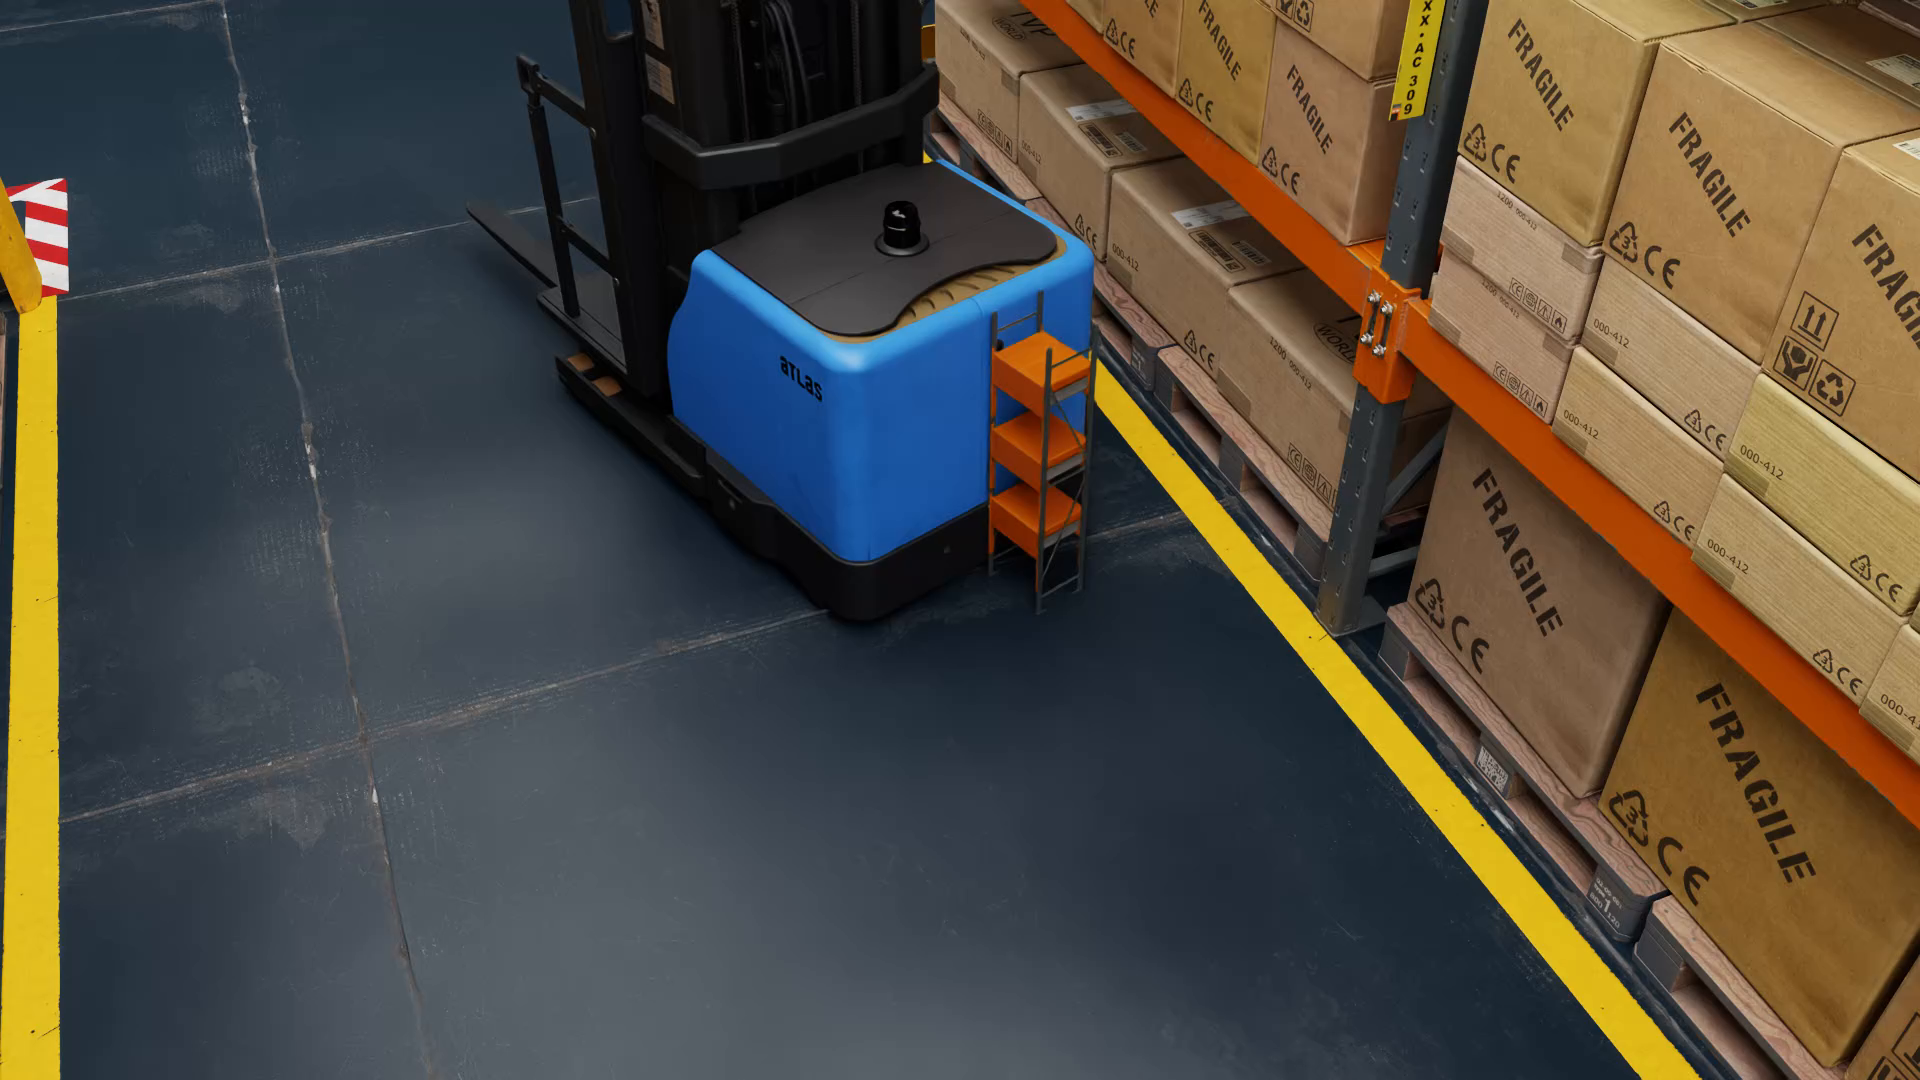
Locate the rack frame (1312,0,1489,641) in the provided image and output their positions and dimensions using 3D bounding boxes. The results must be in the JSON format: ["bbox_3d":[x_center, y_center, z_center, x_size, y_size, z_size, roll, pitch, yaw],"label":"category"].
[{"bbox_3d":[1.643,-0.975,4.583,1.000,3.000,0.127,-15,43,-17],"label":"rack frame"}]

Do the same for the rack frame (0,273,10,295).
[{"bbox_3d":[-4.422,-2.089,5.879,1.000,3.000,0.127,-15,43,-17],"label":"rack frame"}]

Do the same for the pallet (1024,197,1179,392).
[{"bbox_3d":[0.954,-1.131,6.904,1.003,0.211,1.213,-15,43,-17],"label":"pallet"}]

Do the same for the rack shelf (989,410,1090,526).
[{"bbox_3d":[0.250,-0.245,5.246,0.215,0.259,0.240,-28,48,-29],"label":"rack shelf"}]

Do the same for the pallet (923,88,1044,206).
[{"bbox_3d":[0.491,-1.865,7.757,1.003,0.211,1.213,-15,43,-17],"label":"pallet"}]

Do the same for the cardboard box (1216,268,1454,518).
[{"bbox_3d":[1.502,-0.568,5.753,0.875,0.438,0.875,-16,43,-17],"label":"cardboard box"}]

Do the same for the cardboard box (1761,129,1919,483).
[{"bbox_3d":[1.956,-0.453,3.133,0.500,0.500,0.500,-16,43,-18],"label":"cardboard box"}]

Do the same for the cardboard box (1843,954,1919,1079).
[{"bbox_3d":[2.649,1.106,3.471,0.875,0.875,0.875,-15,43,-16],"label":"cardboard box"}]

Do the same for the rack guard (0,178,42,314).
[{"bbox_3d":[-4.393,-1.095,6.640,1.175,0.500,0.348,-15,43,-17],"label":"rack guard"}]

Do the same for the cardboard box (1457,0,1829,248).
[{"bbox_3d":[1.546,-1.055,3.833,0.500,0.500,0.500,-15,43,-16],"label":"cardboard box"}]

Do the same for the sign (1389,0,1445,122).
[{"bbox_3d":[1.131,-1.194,4.113,0.100,0.325,0.005,-15,43,-17],"label":"sign"}]

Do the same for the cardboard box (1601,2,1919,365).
[{"bbox_3d":[1.766,-0.756,3.485,0.500,0.500,0.500,-15,43,-17],"label":"cardboard box"}]

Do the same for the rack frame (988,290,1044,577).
[{"bbox_3d":[0.173,-0.314,5.310,0.200,1.050,0.008,-28,48,-29],"label":"rack frame"}]

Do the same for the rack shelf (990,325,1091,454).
[{"bbox_3d":[0.250,-0.460,5.061,0.215,0.259,0.240,-28,48,-29],"label":"rack shelf"}]

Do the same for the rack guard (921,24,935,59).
[{"bbox_3d":[0.104,-2.451,8.217,1.175,0.500,0.348,-15,43,-17],"label":"rack guard"}]

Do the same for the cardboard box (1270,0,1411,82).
[{"bbox_3d":[1.208,-1.607,4.475,0.500,0.500,0.500,-15,43,-17],"label":"cardboard box"}]

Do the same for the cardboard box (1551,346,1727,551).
[{"bbox_3d":[1.767,-0.276,3.885,0.500,0.250,0.500,-16,43,-18],"label":"cardboard box"}]

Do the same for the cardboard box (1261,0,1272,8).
[{"bbox_3d":[1.021,-1.915,4.833,0.500,0.500,0.500,-16,43,-17],"label":"cardboard box"}]

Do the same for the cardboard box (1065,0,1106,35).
[{"bbox_3d":[0.636,-2.156,5.879,0.500,0.500,0.500,-14,43,-15],"label":"cardboard box"}]

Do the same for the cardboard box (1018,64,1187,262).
[{"bbox_3d":[0.816,-1.651,7.012,0.875,0.438,0.875,-14,43,-16],"label":"cardboard box"}]

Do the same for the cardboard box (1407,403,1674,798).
[{"bbox_3d":[1.955,0.025,4.728,0.875,0.875,0.875,-14,43,-16],"label":"cardboard box"}]

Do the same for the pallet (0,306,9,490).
[{"bbox_3d":[-4.114,-0.488,6.155,1.003,0.211,1.213,-15,43,-17],"label":"pallet"}]

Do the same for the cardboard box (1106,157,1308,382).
[{"bbox_3d":[1.159,-1.107,6.380,0.875,0.438,0.875,-16,43,-18],"label":"cardboard box"}]

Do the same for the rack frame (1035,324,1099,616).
[{"bbox_3d":[0.328,-0.191,5.167,0.200,1.050,0.008,-28,48,-29],"label":"rack frame"}]

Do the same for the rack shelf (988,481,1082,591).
[{"bbox_3d":[0.250,-0.034,5.427,0.215,0.259,0.240,-28,48,-29],"label":"rack shelf"}]

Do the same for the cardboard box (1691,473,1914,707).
[{"bbox_3d":[1.949,0.037,3.522,0.500,0.250,0.500,-15,43,-17],"label":"cardboard box"}]

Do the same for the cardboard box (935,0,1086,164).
[{"bbox_3d":[0.458,-2.200,7.651,0.875,0.438,0.875,-17,43,-18],"label":"cardboard box"}]

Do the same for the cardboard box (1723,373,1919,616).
[{"bbox_3d":[1.945,-0.155,3.361,0.500,0.250,0.500,-15,43,-16],"label":"cardboard box"}]

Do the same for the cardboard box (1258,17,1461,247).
[{"bbox_3d":[1.230,-1.229,4.801,0.500,0.500,0.500,-15,43,-16],"label":"cardboard box"}]

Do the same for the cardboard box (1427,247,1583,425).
[{"bbox_3d":[1.568,-0.587,4.247,0.500,0.250,0.500,-16,43,-18],"label":"cardboard box"}]

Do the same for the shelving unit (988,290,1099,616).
[{"bbox_3d":[0.250,-0.253,5.239,0.215,1.050,0.252,-28,48,-29],"label":"shelving unit"}]

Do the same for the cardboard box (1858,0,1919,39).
[{"bbox_3d":[2.251,-0.876,3.624,0.500,0.500,0.500,-14,43,-16],"label":"cardboard box"}]

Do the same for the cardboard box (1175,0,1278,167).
[{"bbox_3d":[1.028,-1.537,5.160,0.500,0.500,0.500,-16,43,-18],"label":"cardboard box"}]

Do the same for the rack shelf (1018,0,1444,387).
[{"bbox_3d":[0.878,-1.907,6.219,1.077,0.370,4.000,-15,43,-17],"label":"rack shelf"}]

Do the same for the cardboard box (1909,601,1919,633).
[{"bbox_3d":[2.141,0.149,3.007,0.500,0.250,0.500,-16,43,-18],"label":"cardboard box"}]

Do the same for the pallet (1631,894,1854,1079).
[{"bbox_3d":[2.479,1.264,4.118,1.003,0.211,1.213,-15,43,-17],"label":"pallet"}]

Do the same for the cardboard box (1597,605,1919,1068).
[{"bbox_3d":[2.307,0.567,4.098,0.875,0.875,0.875,-14,43,-16],"label":"cardboard box"}]

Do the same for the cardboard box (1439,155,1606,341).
[{"bbox_3d":[1.551,-0.772,4.079,0.500,0.250,0.500,-16,43,-18],"label":"cardboard box"}]

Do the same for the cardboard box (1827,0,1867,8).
[{"bbox_3d":[2.046,-1.186,3.985,0.500,0.500,0.500,-14,43,-15],"label":"cardboard box"}]

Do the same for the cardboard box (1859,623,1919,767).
[{"bbox_3d":[2.131,0.340,3.169,0.500,0.250,0.500,-16,43,-18],"label":"cardboard box"}]

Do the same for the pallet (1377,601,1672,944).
[{"bbox_3d":[2.008,0.528,4.974,1.003,0.211,1.213,-15,43,-17],"label":"pallet"}]

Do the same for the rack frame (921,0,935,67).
[{"bbox_3d":[0.113,-3.385,7.385,1.000,3.000,0.127,-15,43,-17],"label":"rack frame"}]

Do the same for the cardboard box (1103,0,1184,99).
[{"bbox_3d":[0.822,-1.836,5.508,0.500,0.500,0.500,-16,43,-17],"label":"cardboard box"}]

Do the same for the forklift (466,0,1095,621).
[{"bbox_3d":[-0.886,-1.748,5.535,1.130,2.935,3.031,-28,48,-29],"label":"forklift"}]

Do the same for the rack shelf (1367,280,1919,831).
[{"bbox_3d":[2.409,0.502,3.417,1.077,0.370,4.000,-15,43,-17],"label":"rack shelf"}]

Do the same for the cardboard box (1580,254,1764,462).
[{"bbox_3d":[1.777,-0.465,3.722,0.500,0.250,0.500,-14,43,-16],"label":"cardboard box"}]

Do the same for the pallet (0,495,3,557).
[{"bbox_3d":[-3.652,0.246,5.302,1.003,0.211,1.213,-15,43,-17],"label":"pallet"}]

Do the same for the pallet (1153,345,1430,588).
[{"bbox_3d":[1.425,-0.395,6.048,1.003,0.211,1.213,-15,43,-17],"label":"pallet"}]
